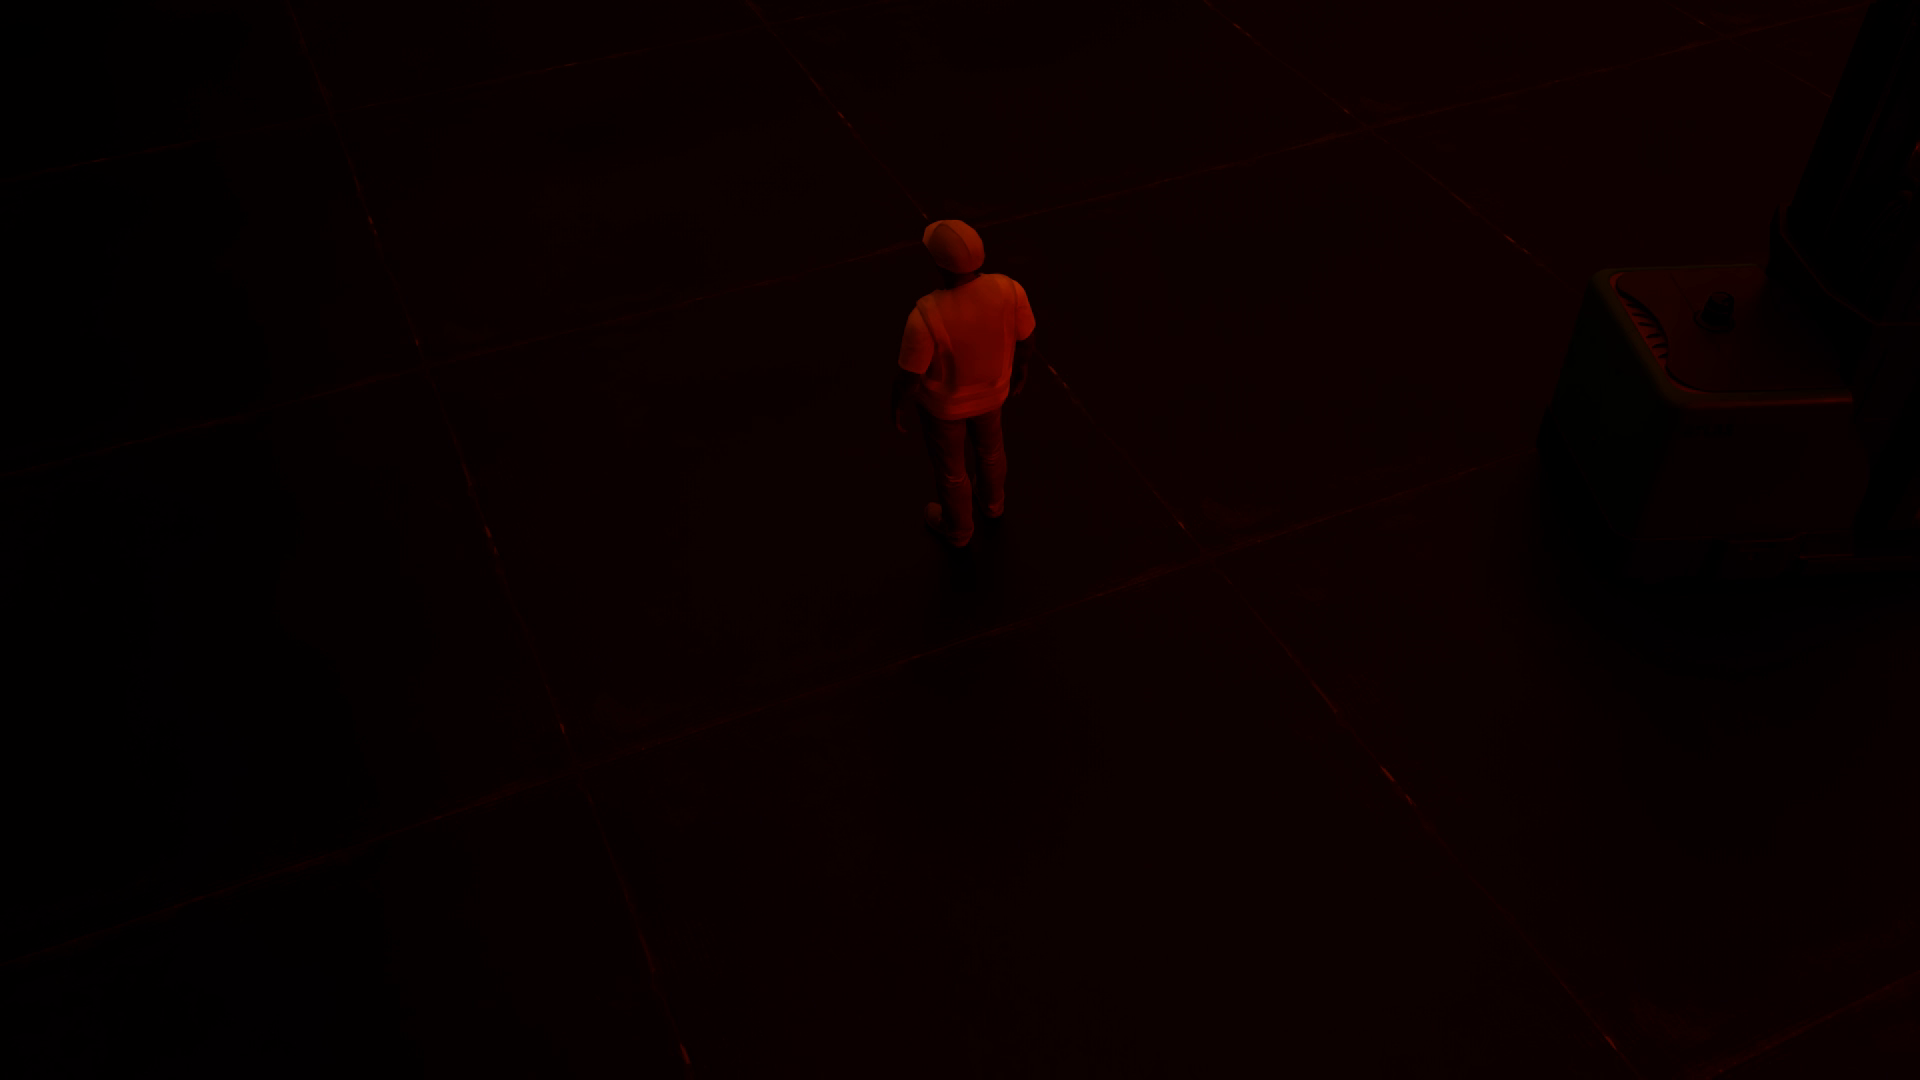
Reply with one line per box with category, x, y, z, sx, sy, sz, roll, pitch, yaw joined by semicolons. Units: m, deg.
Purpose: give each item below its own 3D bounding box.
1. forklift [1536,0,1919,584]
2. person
forklift;4.390;-1.262;7.032;3.031;2.935;1.130;-2;43;-3
person;-0.023;-0.696;7.269;0.665;1.765;0.577;-18;46;-18
